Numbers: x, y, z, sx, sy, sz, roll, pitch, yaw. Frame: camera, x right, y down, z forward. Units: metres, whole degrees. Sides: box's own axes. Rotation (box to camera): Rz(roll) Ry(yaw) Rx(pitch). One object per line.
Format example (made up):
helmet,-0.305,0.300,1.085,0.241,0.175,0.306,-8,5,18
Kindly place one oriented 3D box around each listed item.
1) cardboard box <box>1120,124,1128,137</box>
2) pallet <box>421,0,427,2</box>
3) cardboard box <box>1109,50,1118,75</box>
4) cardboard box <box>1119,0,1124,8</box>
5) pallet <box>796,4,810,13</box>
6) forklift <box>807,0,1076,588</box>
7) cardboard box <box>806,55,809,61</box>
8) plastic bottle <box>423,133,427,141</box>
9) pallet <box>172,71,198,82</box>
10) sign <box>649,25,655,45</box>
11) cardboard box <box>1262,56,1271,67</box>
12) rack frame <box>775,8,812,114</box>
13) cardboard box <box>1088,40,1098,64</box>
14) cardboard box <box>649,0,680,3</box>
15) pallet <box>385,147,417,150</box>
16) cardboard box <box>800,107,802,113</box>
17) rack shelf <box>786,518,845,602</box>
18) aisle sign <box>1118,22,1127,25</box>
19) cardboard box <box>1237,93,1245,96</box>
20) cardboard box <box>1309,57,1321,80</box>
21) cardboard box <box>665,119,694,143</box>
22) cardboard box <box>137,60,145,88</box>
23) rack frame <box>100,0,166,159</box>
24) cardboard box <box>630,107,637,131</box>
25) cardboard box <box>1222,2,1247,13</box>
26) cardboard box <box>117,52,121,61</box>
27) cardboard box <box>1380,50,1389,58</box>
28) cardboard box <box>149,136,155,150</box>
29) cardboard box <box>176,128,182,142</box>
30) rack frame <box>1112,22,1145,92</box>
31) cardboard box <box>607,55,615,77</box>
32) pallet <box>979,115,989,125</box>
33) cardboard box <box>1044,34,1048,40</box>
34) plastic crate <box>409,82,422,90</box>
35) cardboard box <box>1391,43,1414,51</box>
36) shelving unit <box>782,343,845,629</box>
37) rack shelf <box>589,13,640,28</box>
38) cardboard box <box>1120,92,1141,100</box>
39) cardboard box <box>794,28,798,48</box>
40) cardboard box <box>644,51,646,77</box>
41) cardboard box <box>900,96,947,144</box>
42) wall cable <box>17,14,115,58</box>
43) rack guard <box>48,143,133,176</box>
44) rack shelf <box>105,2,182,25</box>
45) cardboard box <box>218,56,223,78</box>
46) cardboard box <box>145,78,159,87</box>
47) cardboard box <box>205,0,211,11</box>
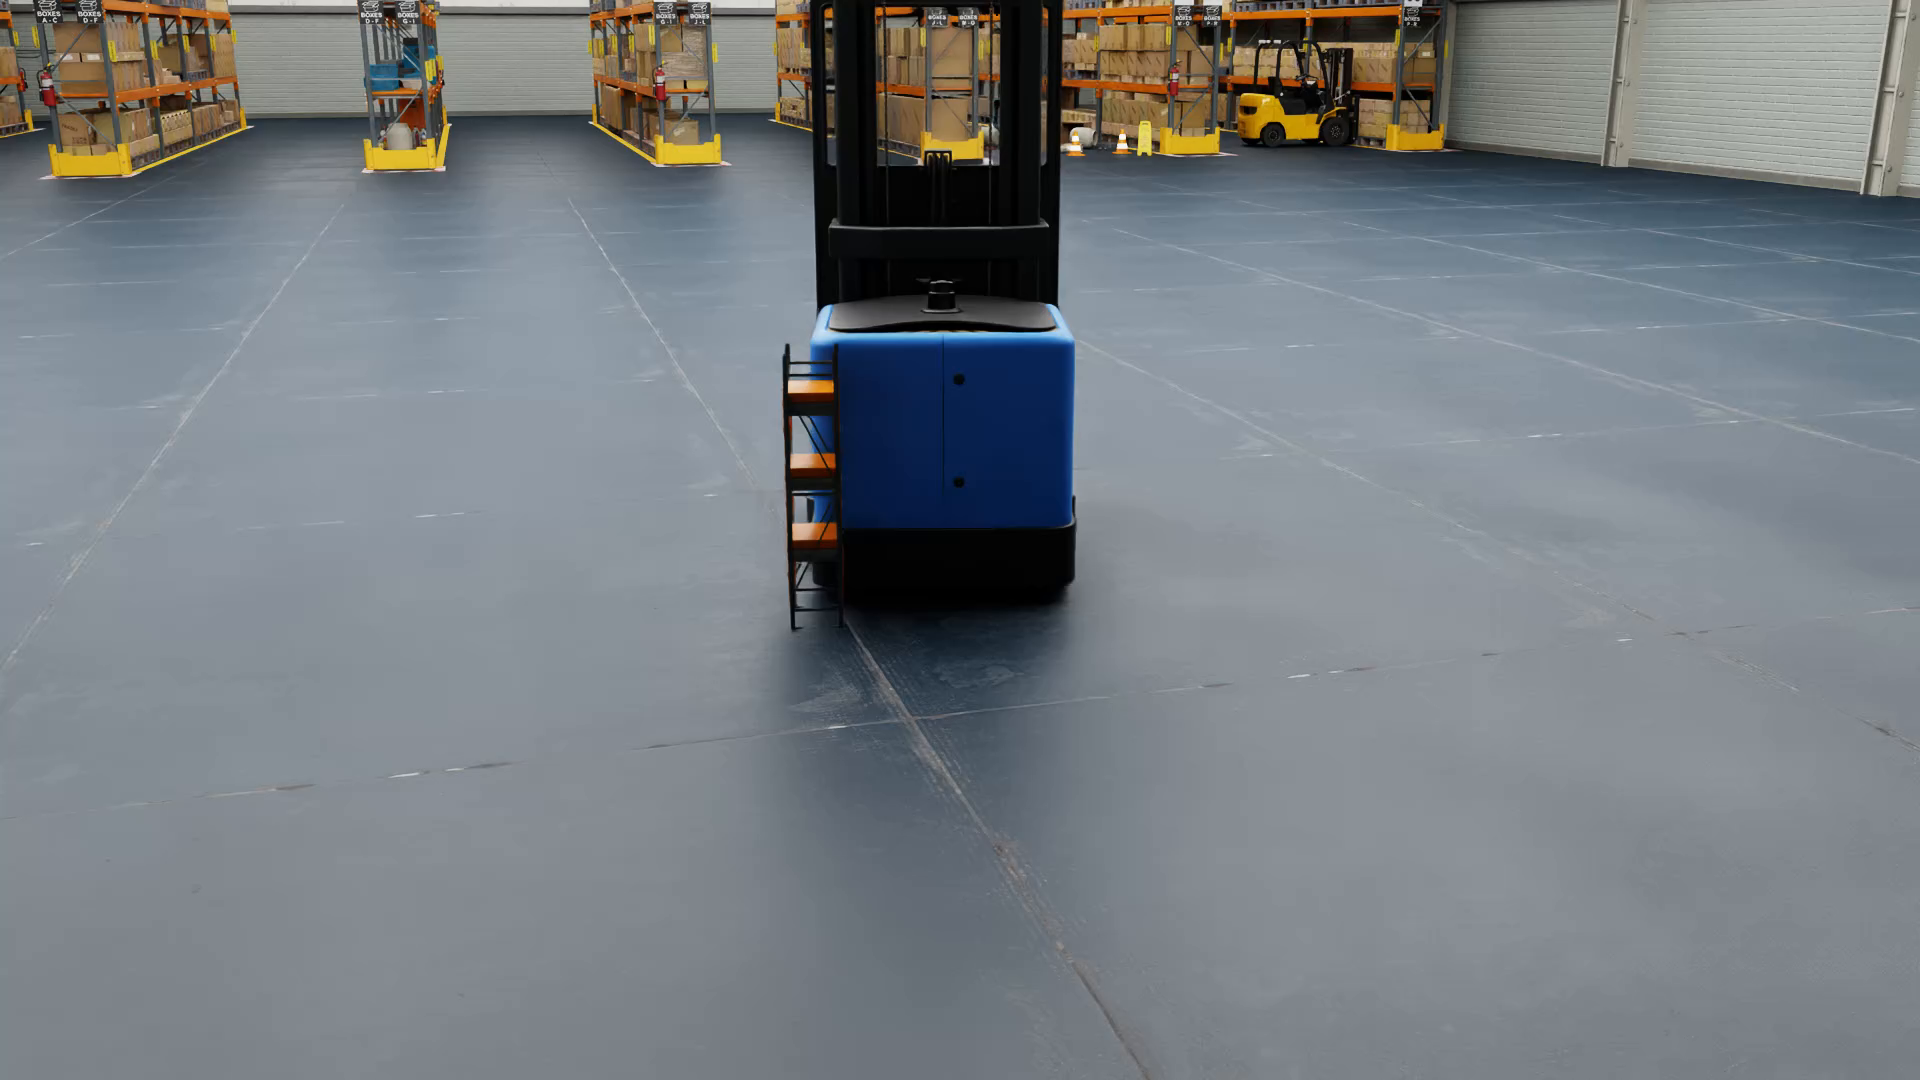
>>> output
cardboard box,3.690,-8.618,34.979,0.500,0.250,0.500,-5,17,-16
pallet,-9.843,-9.513,29.022,1.003,0.211,1.213,-5,17,-15
cardboard box,3.495,-10.121,35.242,0.500,0.500,0.500,-5,17,-15
cardboard box,3.555,-11.213,34.791,0.380,0.149,0.250,-4,17,-14
pallet,-3.381,-13.173,41.204,1.213,0.211,1.003,-5,17,-15
forklift,-0.110,-1.583,7.627,1.130,2.935,3.031,-1,17,-2
cardboard box,-3.566,-11.869,40.939,0.380,0.149,0.250,-5,18,-18
plastic bottle,-9.953,-7.430,30.931,0.061,0.283,0.133,-4,17,-14
pallet,-16.926,-9.843,35.339,1.213,0.211,1.003,-5,17,-15
sign,-5.486,-8.989,29.603,0.100,0.325,0.005,-5,17,-15
cardboard box,7.469,-11.313,39.292,0.500,0.250,0.500,-4,17,-14
rack frame,-4.548,-13.112,45.888,1.000,3.000,0.127,-5,17,-15
cardboard box,3.134,-10.713,36.482,0.500,0.500,0.500,-5,17,-16
cardboard box,-5.324,-9.800,29.910,0.500,0.250,0.500,-4,17,-14
pallet,-10.325,-7.174,30.968,1.003,0.211,1.213,-5,17,-15
cardboard box,-3.927,-11.119,42.964,0.380,0.149,0.250,-6,18,-18
rack shelf,-0.552,0.074,6.385,0.215,0.259,0.240,-1,17,-3
aisle sign,4.654,-15.165,48.206,0.394,0.787,0.004,-5,17,-15
cardboard box,7.263,-11.271,42.247,0.380,0.149,0.250,-4,17,-14
cardboard box,8.124,-10.510,37.052,0.500,0.500,0.500,-5,17,-17
cardboard box,-5.300,-7.663,31.363,0.500,0.500,0.500,0,17,-1
cardboard box,-15.444,-8.572,30.601,0.700,0.500,0.500,-5,17,-17
rack frame,-15.573,-8.646,31.022,1.000,3.000,0.127,-5,17,-15
cardboard box,-6.943,-9.365,36.994,0.700,0.500,0.500,-6,18,-18
cardboard box,6.780,-13.199,41.226,0.500,0.250,0.500,-5,18,-17
cardboard box,-14.659,-8.309,28.599,0.380,0.149,0.250,-5,18,-17
cardboard box,8.889,-10.000,34.226,0.380,0.149,0.250,-4,17,-14
cardboard box,-15.107,-7.280,30.525,0.500,0.250,0.500,-5,17,-15
cardboard box,-15.868,-8.087,33.210,0.500,0.250,0.500,-4,17,-14
rack frame,4.956,-13.925,48.594,1.000,3.000,0.127,-5,17,-15
cardboard box,-8.220,-11.403,40.026,0.500,0.500,0.500,-5,17,-15
pallet,1.150,-11.306,44.723,1.003,0.211,1.213,-5,17,-15
cardboard box,1.989,-11.967,40.167,0.500,0.500,0.500,-5,17,-17
plastic crate,-9.646,-8.077,29.586,0.298,0.136,0.250,-5,17,-15
cardboard box,9.052,-10.082,33.985,0.380,0.149,0.250,-5,17,-15
shelving unit,-0.551,-0.203,6.302,0.215,1.050,0.252,-1,17,-3
rack shelf,-8.795,-13.287,42.506,1.077,0.370,4.000,-5,17,-15
cardboard box,3.581,-9.326,34.903,0.380,0.149,0.250,-4,17,-12
cardboard box,-3.985,-12.926,42.840,0.500,0.500,0.500,-5,18,-17
cardboard box,-5.645,-9.218,32.234,0.875,0.500,0.500,-5,17,-15
cardboard box,-0.644,-8.295,32.817,0.875,0.875,0.875,-5,17,-16
wall cable,-24.843,-14.552,45.651,3.097,2.526,0.112,-5,17,-15
rack guard,-14.467,-6.336,27.676,1.175,0.500,0.348,-5,17,-15
rack shelf,-16.122,-10.291,32.536,1.077,0.370,4.000,-5,17,-15
cardboard box,-17.793,-11.211,39.386,0.500,0.500,0.500,-4,17,-14
cardboard box,-15.619,-8.787,31.928,0.380,0.149,0.250,-5,17,-15
cardboard box,-17.667,-12.378,38.492,0.500,0.250,0.500,-5,17,-15
